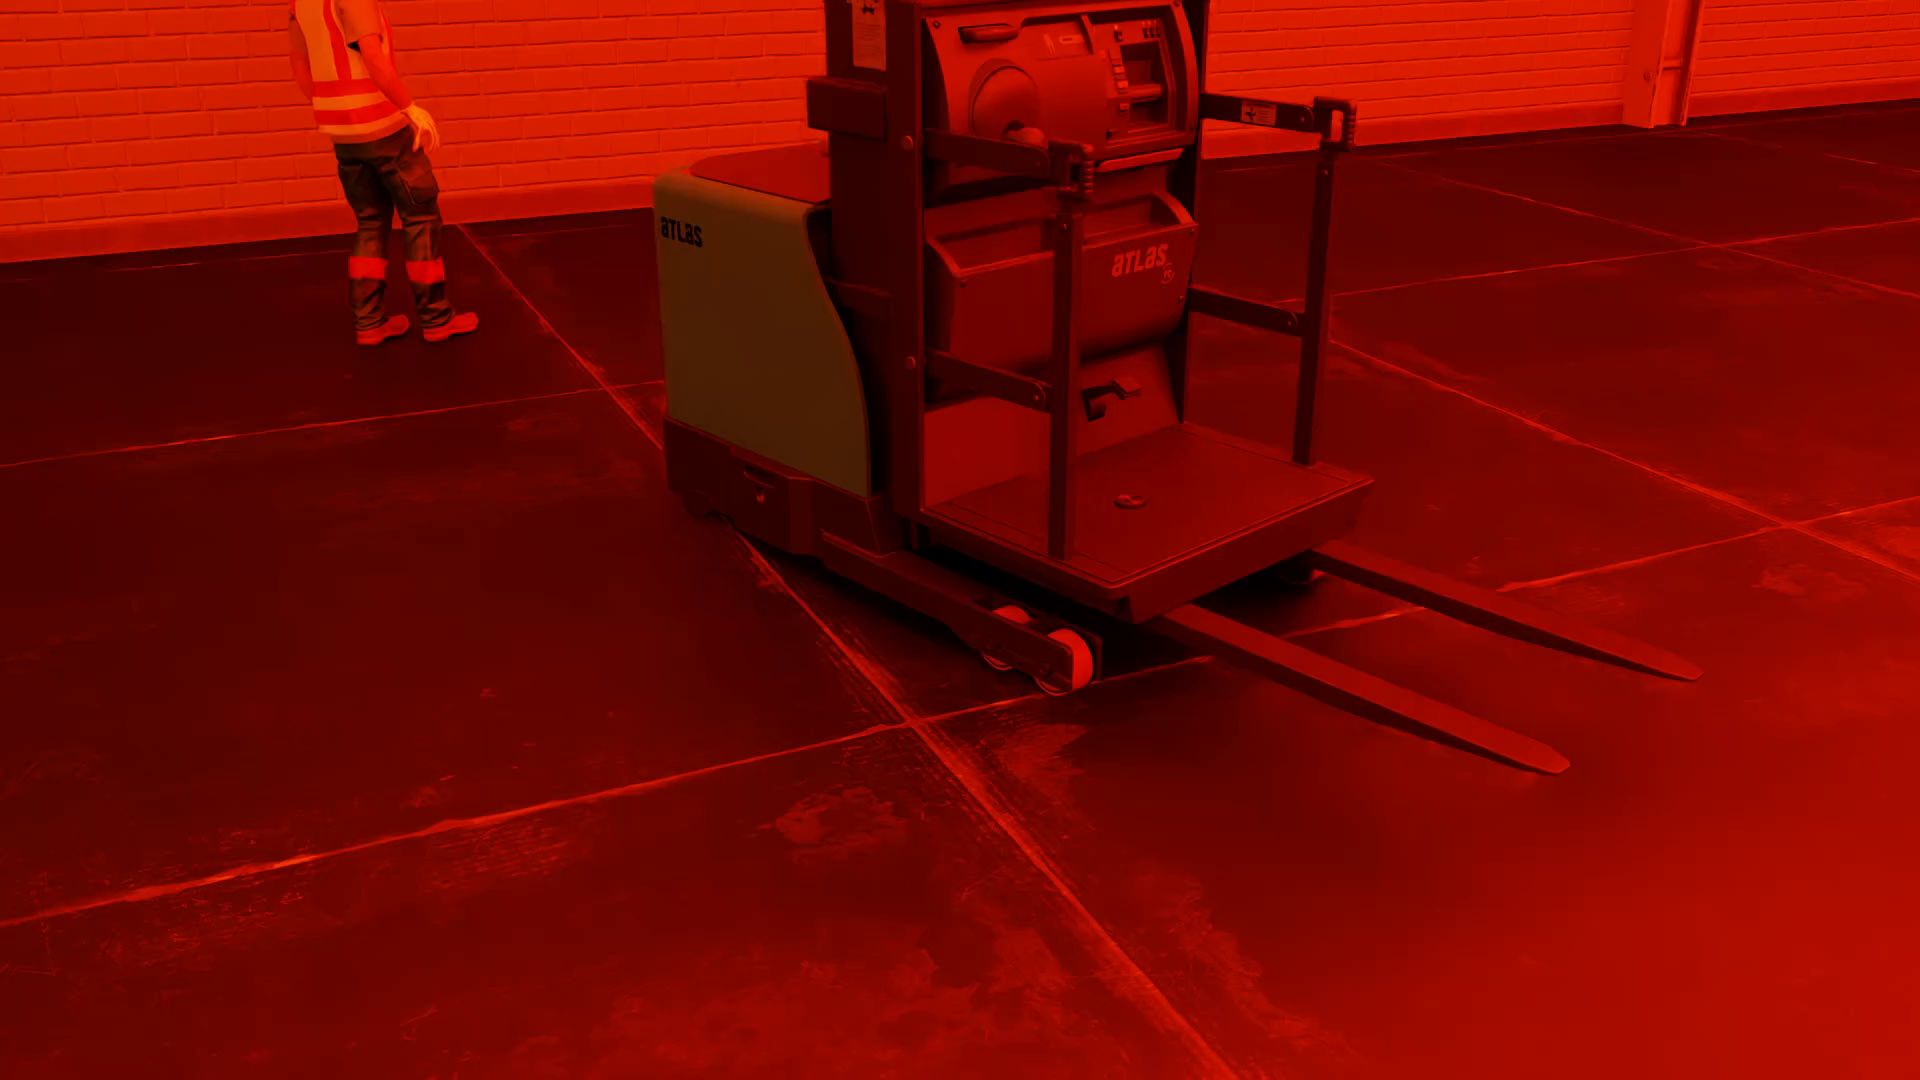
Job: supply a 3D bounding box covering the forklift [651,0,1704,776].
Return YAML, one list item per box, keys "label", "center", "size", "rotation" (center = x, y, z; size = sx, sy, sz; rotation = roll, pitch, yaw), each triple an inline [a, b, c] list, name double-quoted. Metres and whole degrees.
- label: "forklift"
  center: [0.428, -1.184, 4.136]
  size: [1.130, 2.935, 3.031]
  rotation: [-20, 30, -39]

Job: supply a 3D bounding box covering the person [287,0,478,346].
- label: "person"
  center: [-2.399, -1.715, 6.928]
  size: [0.757, 1.772, 0.512]
  rotation: [14, 27, 31]
